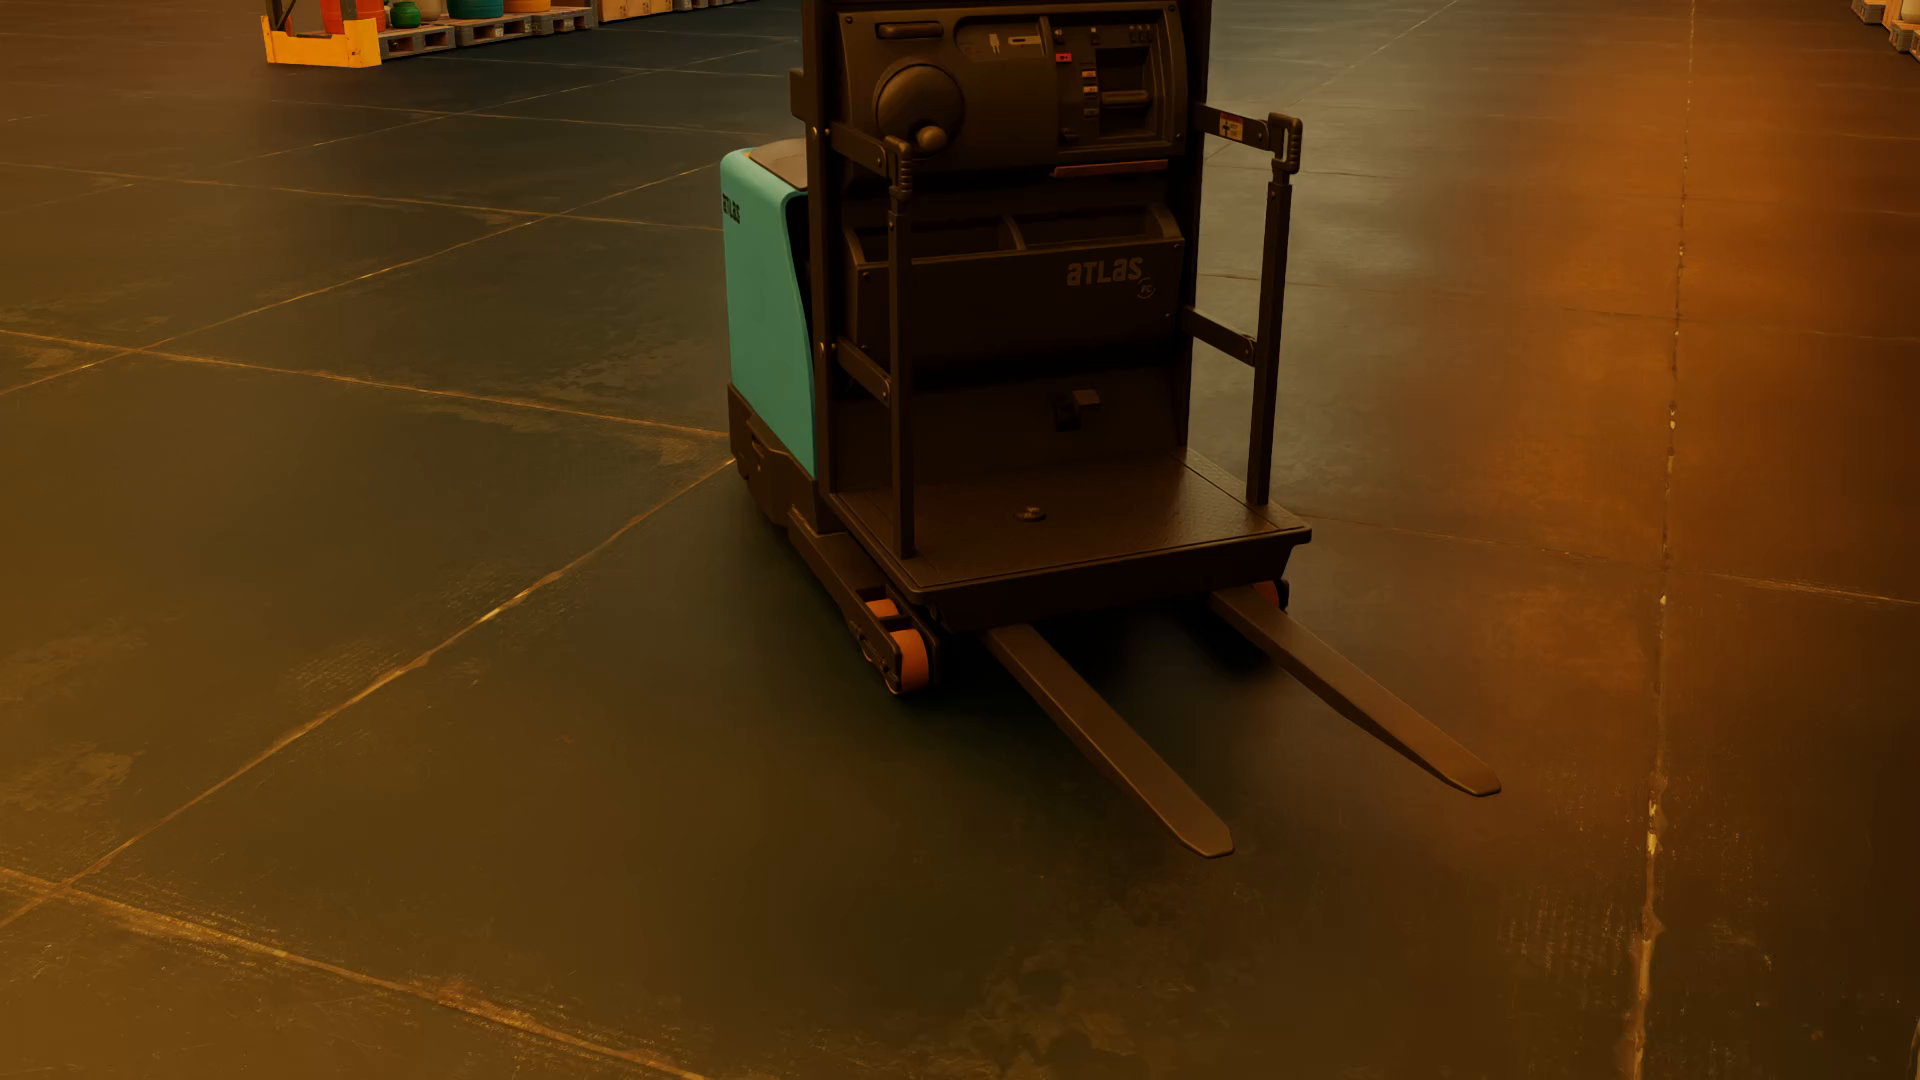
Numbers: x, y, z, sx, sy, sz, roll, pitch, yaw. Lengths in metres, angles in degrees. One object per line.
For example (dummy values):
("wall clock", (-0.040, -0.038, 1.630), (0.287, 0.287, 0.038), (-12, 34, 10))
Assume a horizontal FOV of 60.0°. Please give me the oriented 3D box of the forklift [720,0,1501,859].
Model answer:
("forklift", (0.227, -1.146, 4.034), (1.130, 2.935, 3.031), (-8, 24, -19))
